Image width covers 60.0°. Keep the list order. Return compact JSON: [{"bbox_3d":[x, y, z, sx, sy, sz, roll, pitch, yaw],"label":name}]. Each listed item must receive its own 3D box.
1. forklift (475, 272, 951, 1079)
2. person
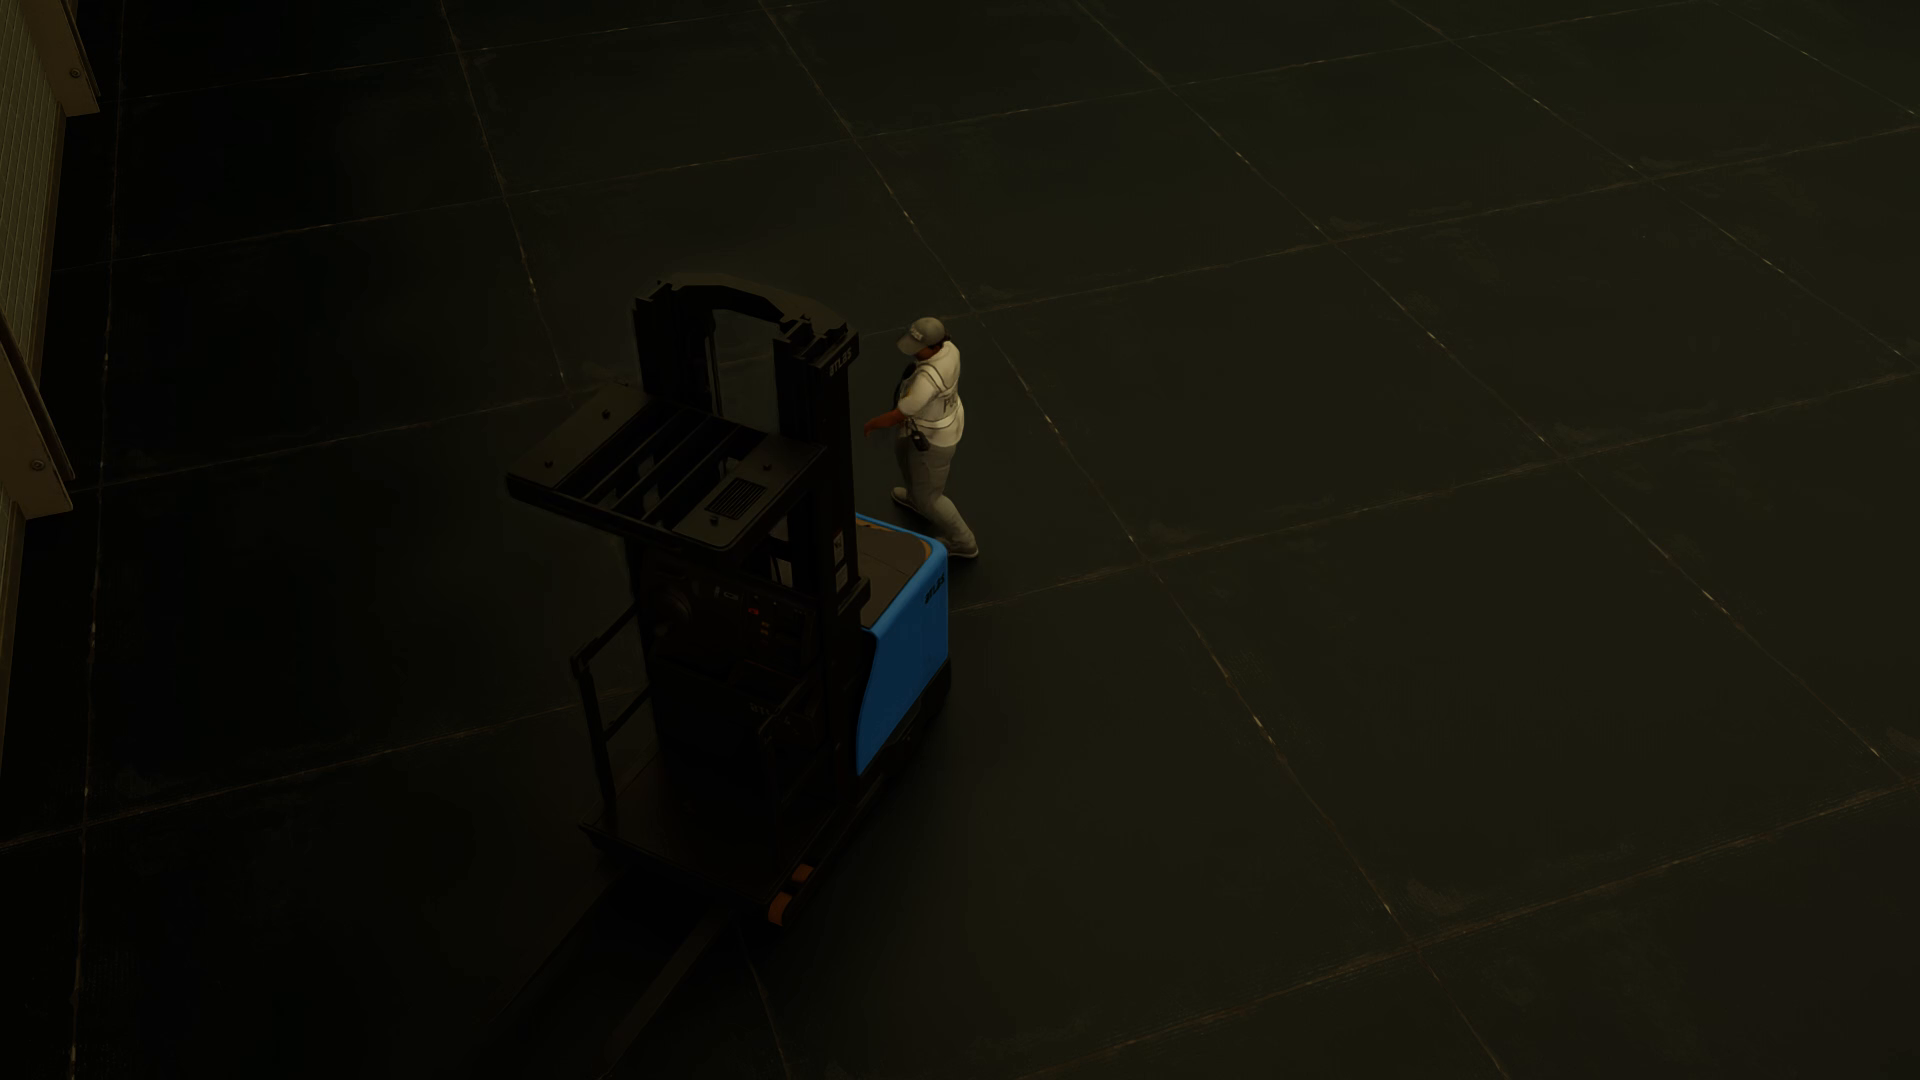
[{"bbox_3d":[-1.169,0.415,7.502,1.130,2.935,3.031,18,43,20],"label":"forklift"},{"bbox_3d":[-0.197,-0.680,9.847,0.702,1.599,0.619,7,40,8],"label":"person"}]
